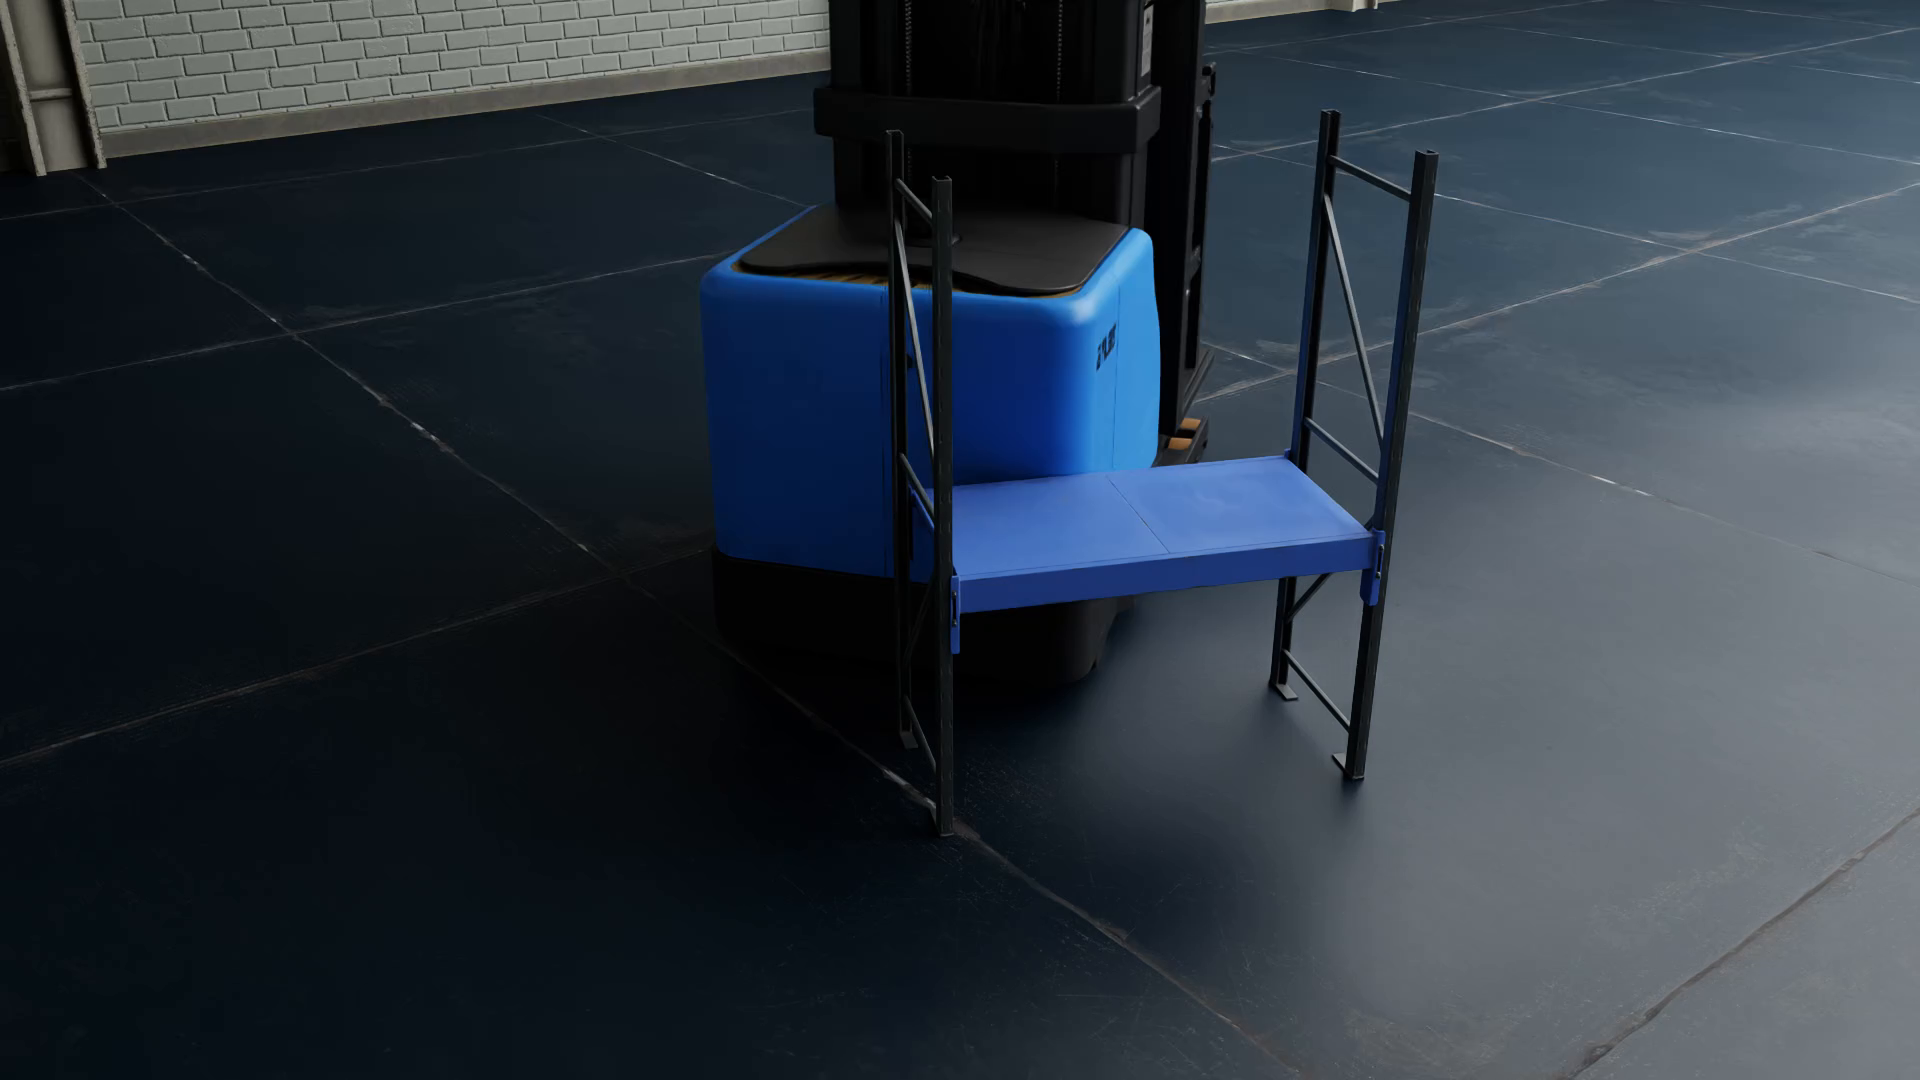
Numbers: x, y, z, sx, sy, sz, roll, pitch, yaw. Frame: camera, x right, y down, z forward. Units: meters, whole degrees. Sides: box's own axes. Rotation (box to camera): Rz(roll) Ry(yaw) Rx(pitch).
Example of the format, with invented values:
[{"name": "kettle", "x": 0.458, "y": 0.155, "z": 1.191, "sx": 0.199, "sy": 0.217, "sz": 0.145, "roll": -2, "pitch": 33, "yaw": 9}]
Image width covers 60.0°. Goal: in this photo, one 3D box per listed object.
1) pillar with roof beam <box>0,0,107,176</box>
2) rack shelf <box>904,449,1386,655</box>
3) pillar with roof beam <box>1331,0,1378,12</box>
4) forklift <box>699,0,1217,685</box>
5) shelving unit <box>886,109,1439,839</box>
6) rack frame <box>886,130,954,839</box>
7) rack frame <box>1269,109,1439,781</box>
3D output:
[{"name": "pillar with roof beam", "x": -2.800, "y": -4.930, "z": 5.184, "sx": 0.400, "sy": 9.000, "sz": 9.100, "roll": -18, "pitch": 31, "yaw": -34}, {"name": "rack shelf", "x": 0.406, "y": 0.009, "z": 3.877, "sx": 1.000, "sy": 0.185, "sz": 0.538, "roll": -6, "pitch": 26, "yaw": -12}, {"name": "pillar with roof beam", "x": 6.643, "y": -8.048, "z": 11.901, "sx": 0.400, "sy": 9.000, "sz": 9.100, "roll": -18, "pitch": 31, "yaw": -34}, {"name": "forklift", "x": 0.243, "y": -1.553, "z": 5.114, "sx": 1.130, "sy": 2.935, "sz": 3.031, "roll": 7, "pitch": 26, "yaw": 15}, {"name": "shelving unit", "x": 0.406, "y": -0.154, "z": 3.801, "sx": 1.048, "sy": 1.500, "sz": 0.538, "roll": -6, "pitch": 26, "yaw": -12}, {"name": "rack frame", "x": -0.088, "y": -0.104, "z": 3.693, "sx": 0.032, "sy": 1.500, "sz": 0.500, "roll": -6, "pitch": 26, "yaw": -12}, {"name": "rack frame", "x": 0.900, "y": -0.204, "z": 3.909, "sx": 0.032, "sy": 1.500, "sz": 0.500, "roll": -6, "pitch": 26, "yaw": -12}]
